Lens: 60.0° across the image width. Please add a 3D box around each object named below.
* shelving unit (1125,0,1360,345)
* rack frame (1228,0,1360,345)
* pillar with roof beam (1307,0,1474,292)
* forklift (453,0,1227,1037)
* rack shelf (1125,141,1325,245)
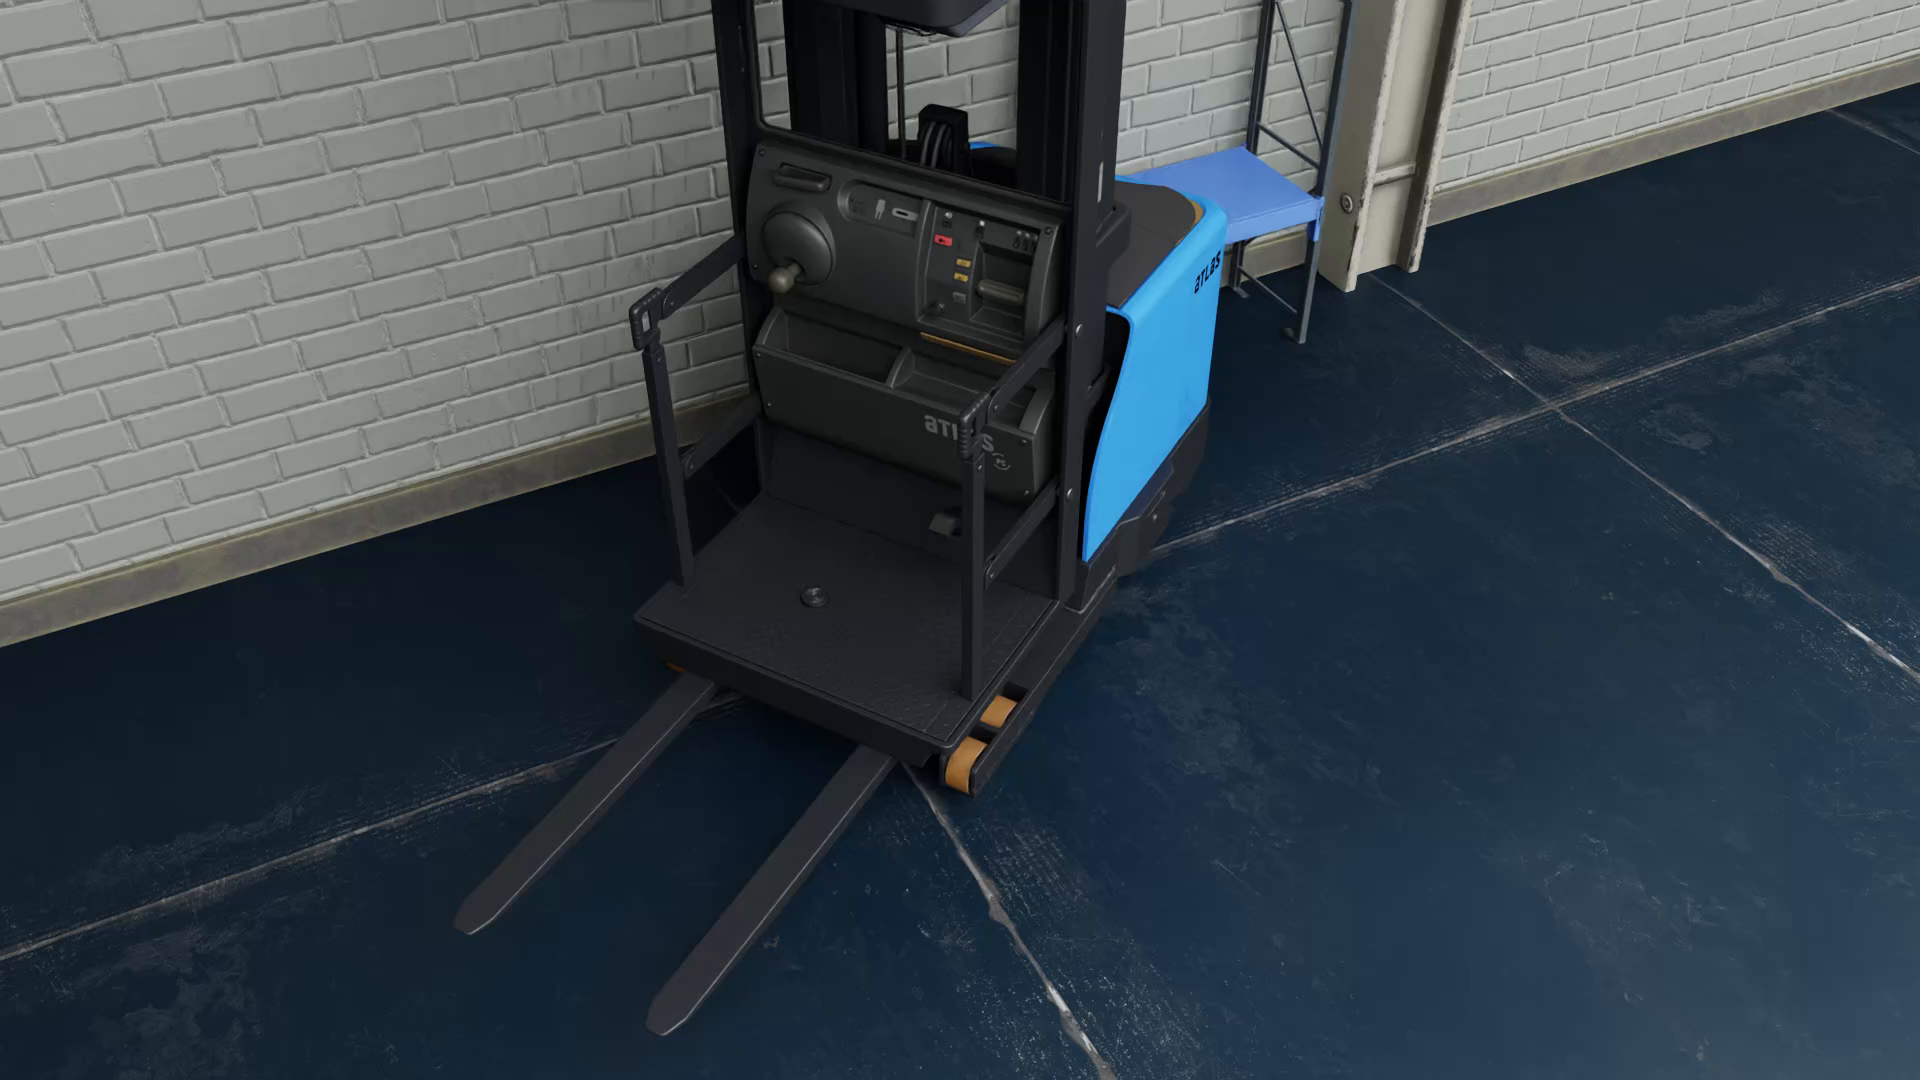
[{"bbox_3d":[0.808,-1.353,6.188,1.048,1.500,0.538,-19,44,-21],"label":"shelving unit"},{"bbox_3d":[1.260,-1.504,6.366,0.032,1.500,0.500,-19,44,-21],"label":"rack frame"},{"bbox_3d":[3.708,-2.153,1.329,0.400,9.000,9.100,-19,44,-21],"label":"pillar with roof beam"},{"bbox_3d":[-0.272,-0.714,4.325,1.130,2.935,3.031,20,44,22],"label":"forklift"},{"bbox_3d":[0.808,-1.216,6.304,1.000,0.185,0.538,-19,44,-21],"label":"rack shelf"}]
